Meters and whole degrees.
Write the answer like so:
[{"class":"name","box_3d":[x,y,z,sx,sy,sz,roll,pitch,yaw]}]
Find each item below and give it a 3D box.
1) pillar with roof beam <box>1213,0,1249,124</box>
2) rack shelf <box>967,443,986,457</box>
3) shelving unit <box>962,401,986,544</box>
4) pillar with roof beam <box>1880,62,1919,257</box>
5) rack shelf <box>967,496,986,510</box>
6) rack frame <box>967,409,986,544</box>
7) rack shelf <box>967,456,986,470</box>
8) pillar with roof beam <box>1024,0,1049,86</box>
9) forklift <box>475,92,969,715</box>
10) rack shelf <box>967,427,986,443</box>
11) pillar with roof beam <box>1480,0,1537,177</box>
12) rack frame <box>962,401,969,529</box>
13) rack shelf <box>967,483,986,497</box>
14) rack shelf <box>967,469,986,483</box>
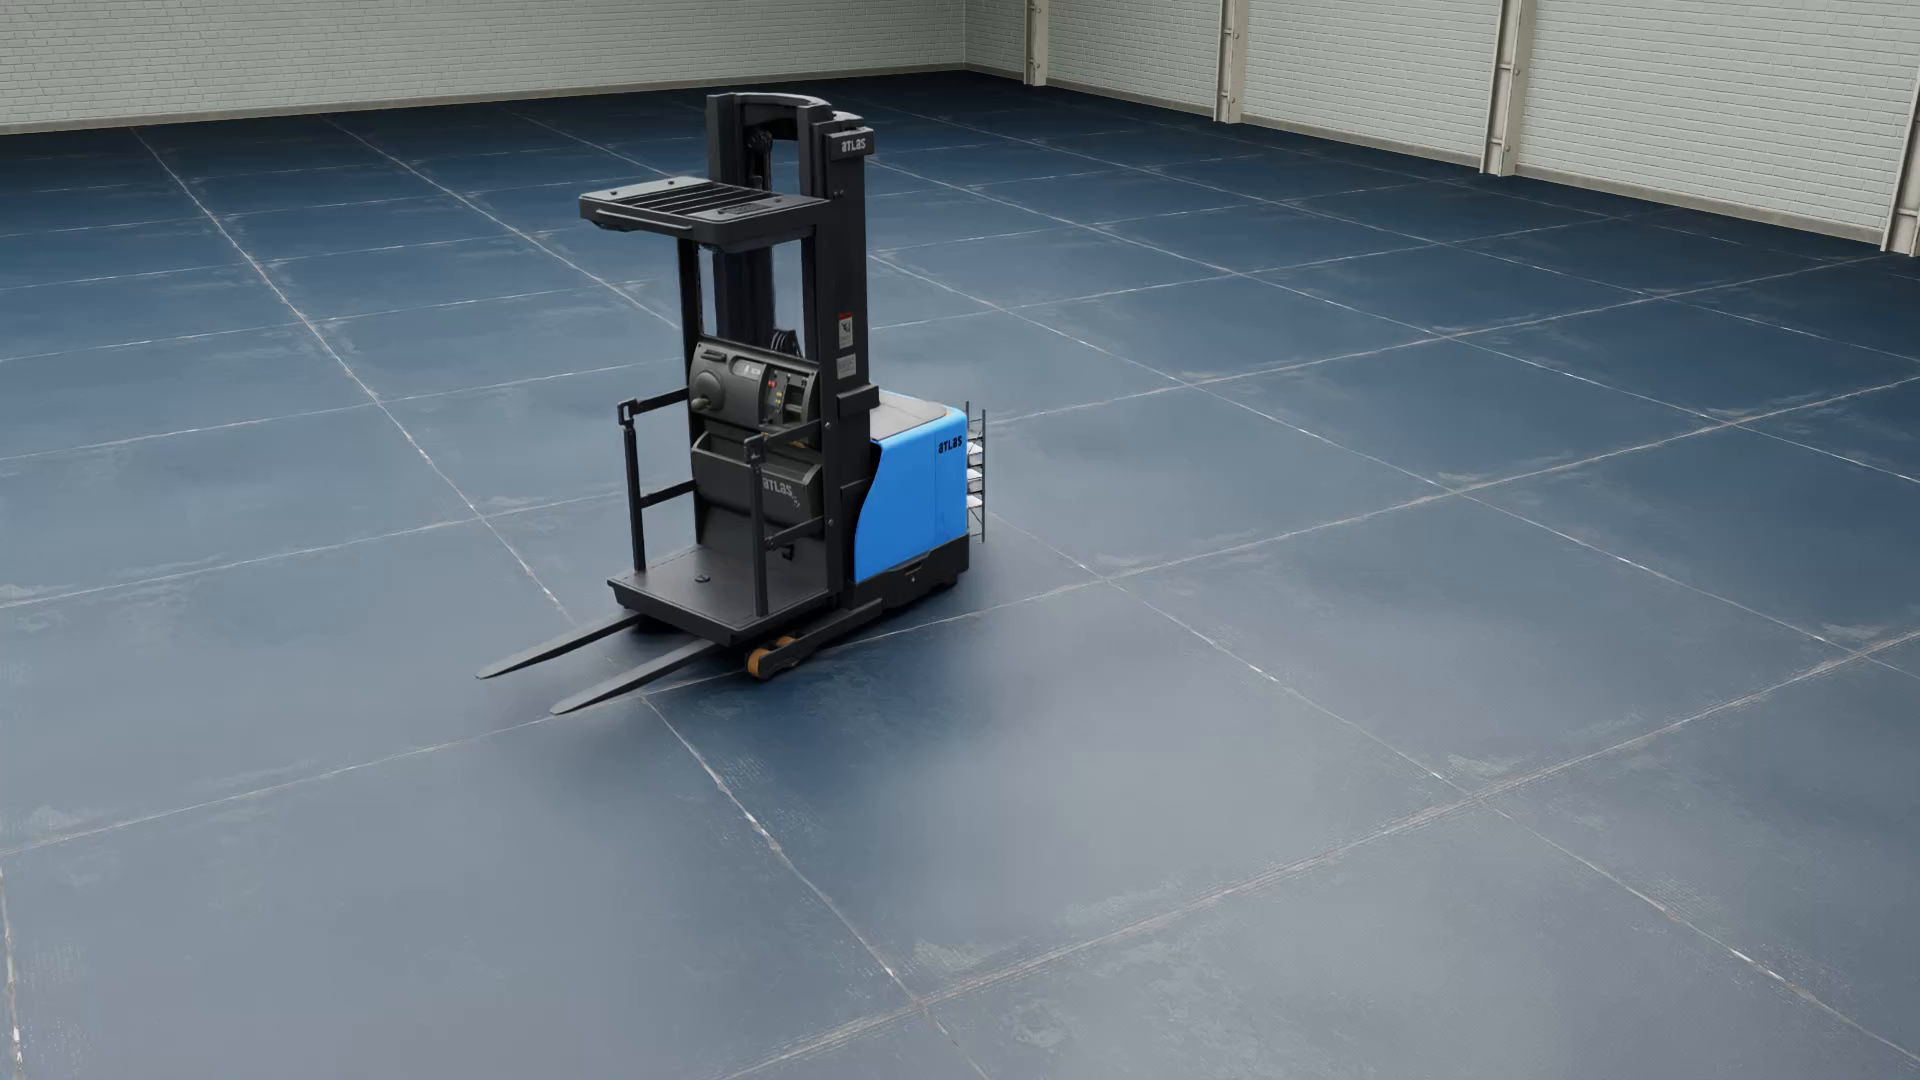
[{"class":"pillar with roof beam","box_3d":[0.868,-10.487,24.661,9.100,9.000,0.400,-13,25,-28]},{"class":"rack shelf","box_3d":[0.004,-0.550,10.580,0.258,0.077,0.200,-13,25,-28]},{"class":"shelving unit","box_3d":[0.004,-0.414,10.636,0.258,0.900,0.210,-13,25,-28]},{"class":"pillar with roof beam","box_3d":[6.998,-6.602,15.104,9.100,9.000,0.400,-13,25,-28]},{"class":"rack shelf","box_3d":[0.004,-0.217,10.716,0.258,0.077,0.200,-13,25,-28]},{"class":"rack frame","box_3d":[0.056,-0.381,10.555,0.240,0.900,0.006,-13,25,-28]},{"class":"rack shelf","box_3d":[0.004,-0.467,10.614,0.258,0.077,0.200,-13,25,-28]},{"class":"pillar with roof beam","box_3d":[-2.197,-12.429,29.440,9.100,9.000,0.400,-13,25,-28]},{"class":"forklift","box_3d":[-1.268,-0.818,8.931,1.130,2.935,3.031,17,28,36]},{"class":"rack shelf","box_3d":[0.004,-0.633,10.546,0.258,0.077,0.200,-13,25,-28]},{"class":"pillar with roof beam","box_3d":[3.933,-8.545,19.883,9.100,9.000,0.400,-13,25,-28]},{"class":"rack frame","box_3d":[-0.048,-0.447,10.717,0.240,0.900,0.006,-13,25,-28]},{"class":"rack shelf","box_3d":[0.004,-0.300,10.682,0.258,0.077,0.200,-13,25,-28]},{"class":"rack shelf","box_3d":[0.004,-0.383,10.648,0.258,0.077,0.200,-13,25,-28]}]
